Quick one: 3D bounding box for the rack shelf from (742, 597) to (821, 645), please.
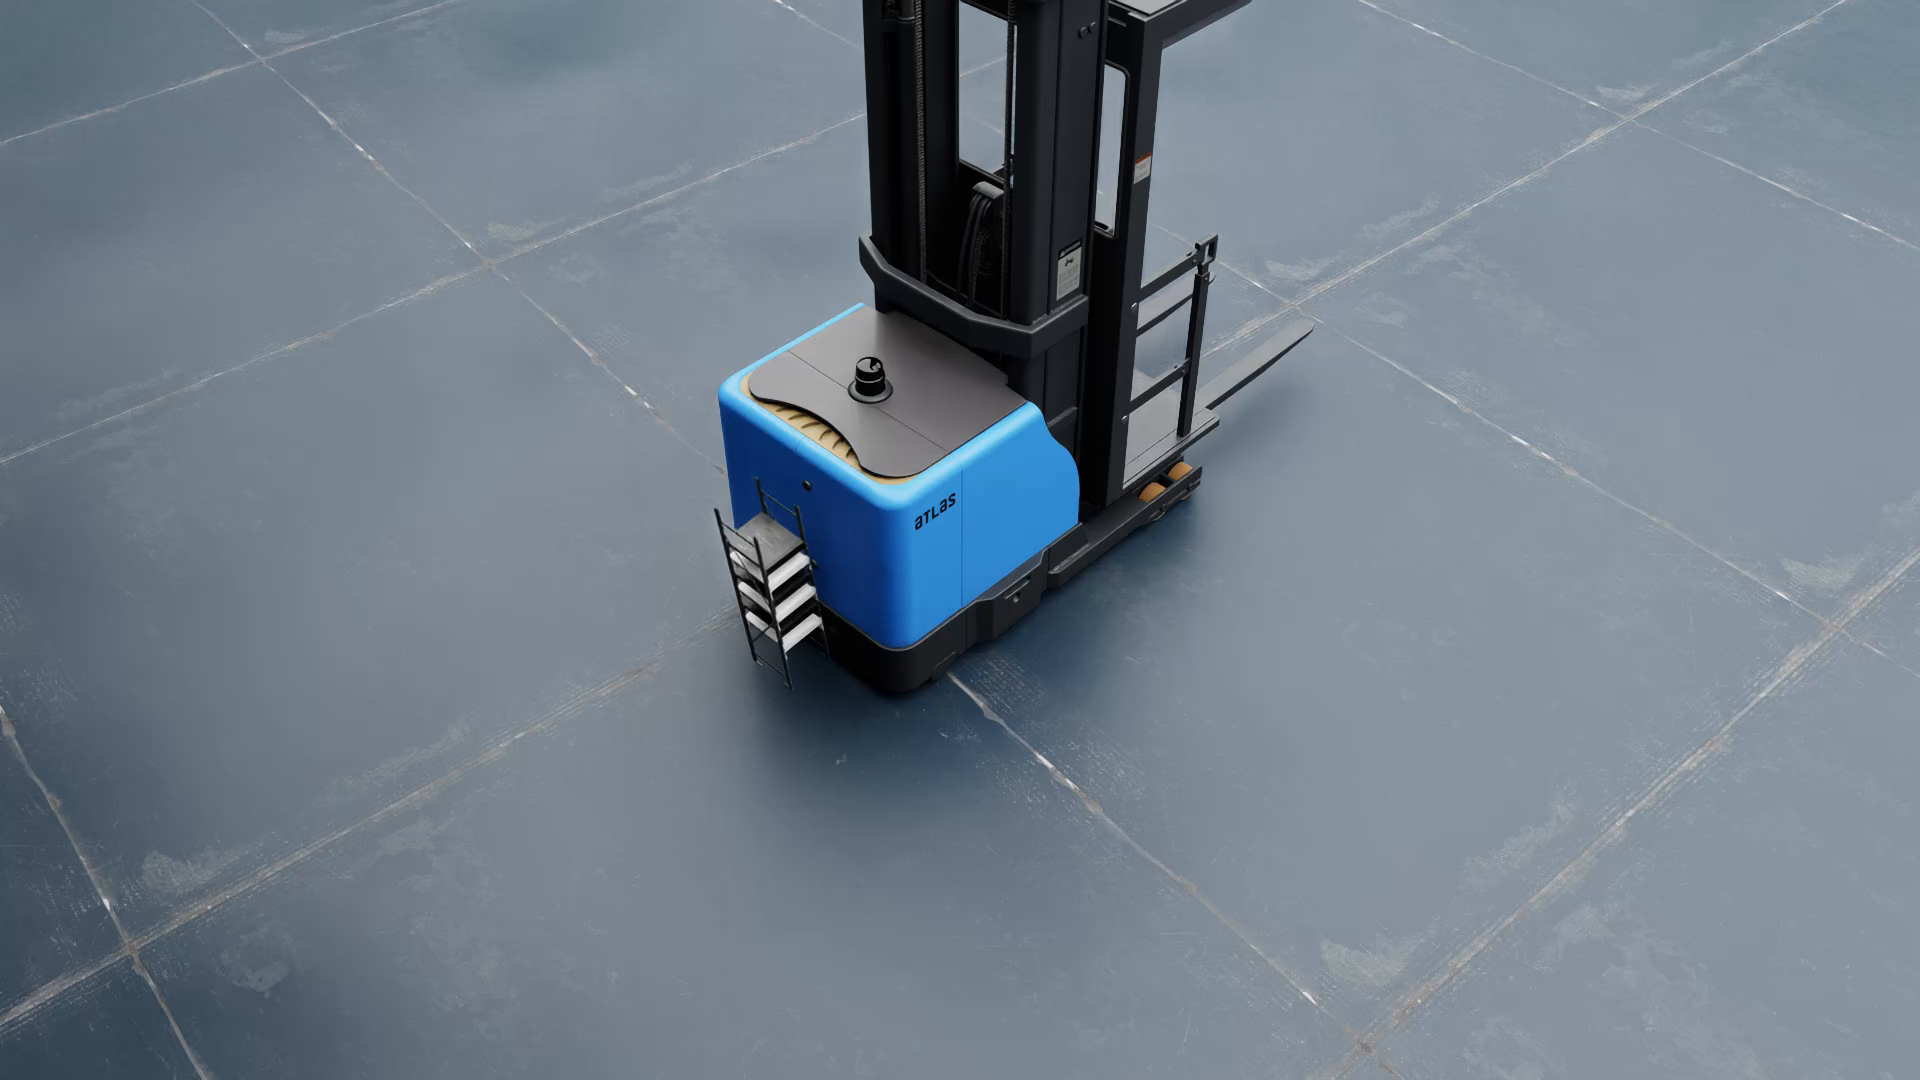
[{"bbox_3d":[-0.708,0.267,6.529,0.258,0.077,0.200,34,58,30],"label":"rack shelf"}]

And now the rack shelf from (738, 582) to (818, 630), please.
[{"bbox_3d":[-0.714,0.206,6.463,0.258,0.077,0.200,34,58,30],"label":"rack shelf"}]

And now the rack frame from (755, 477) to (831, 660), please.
[{"bbox_3d":[-0.646,0.126,6.484,0.240,0.900,0.006,34,58,30],"label":"rack frame"}]

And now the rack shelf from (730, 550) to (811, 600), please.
[{"bbox_3d":[-0.727,0.085,6.330,0.258,0.077,0.200,34,58,30],"label":"rack shelf"}]

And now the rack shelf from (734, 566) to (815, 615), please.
[{"bbox_3d":[-0.721,0.145,6.397,0.258,0.077,0.200,34,58,30],"label":"rack shelf"}]

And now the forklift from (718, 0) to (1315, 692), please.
[{"bbox_3d":[0.440,-1.378,6.630,1.130,2.935,3.031,34,53,31],"label":"forklift"}]

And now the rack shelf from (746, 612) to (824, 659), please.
[{"bbox_3d":[-0.702,0.328,6.595,0.258,0.077,0.200,34,58,30],"label":"rack shelf"}]

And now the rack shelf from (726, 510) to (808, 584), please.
[{"bbox_3d":[-0.733,0.024,6.264,0.258,0.077,0.200,34,58,30],"label":"rack shelf"}]

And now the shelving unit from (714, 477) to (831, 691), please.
[{"bbox_3d":[-0.717,0.184,6.438,0.258,0.900,0.210,34,58,30],"label":"shelving unit"}]

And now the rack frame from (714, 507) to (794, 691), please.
[{"bbox_3d":[-0.787,0.241,6.392,0.240,0.900,0.006,34,58,30],"label":"rack frame"}]
